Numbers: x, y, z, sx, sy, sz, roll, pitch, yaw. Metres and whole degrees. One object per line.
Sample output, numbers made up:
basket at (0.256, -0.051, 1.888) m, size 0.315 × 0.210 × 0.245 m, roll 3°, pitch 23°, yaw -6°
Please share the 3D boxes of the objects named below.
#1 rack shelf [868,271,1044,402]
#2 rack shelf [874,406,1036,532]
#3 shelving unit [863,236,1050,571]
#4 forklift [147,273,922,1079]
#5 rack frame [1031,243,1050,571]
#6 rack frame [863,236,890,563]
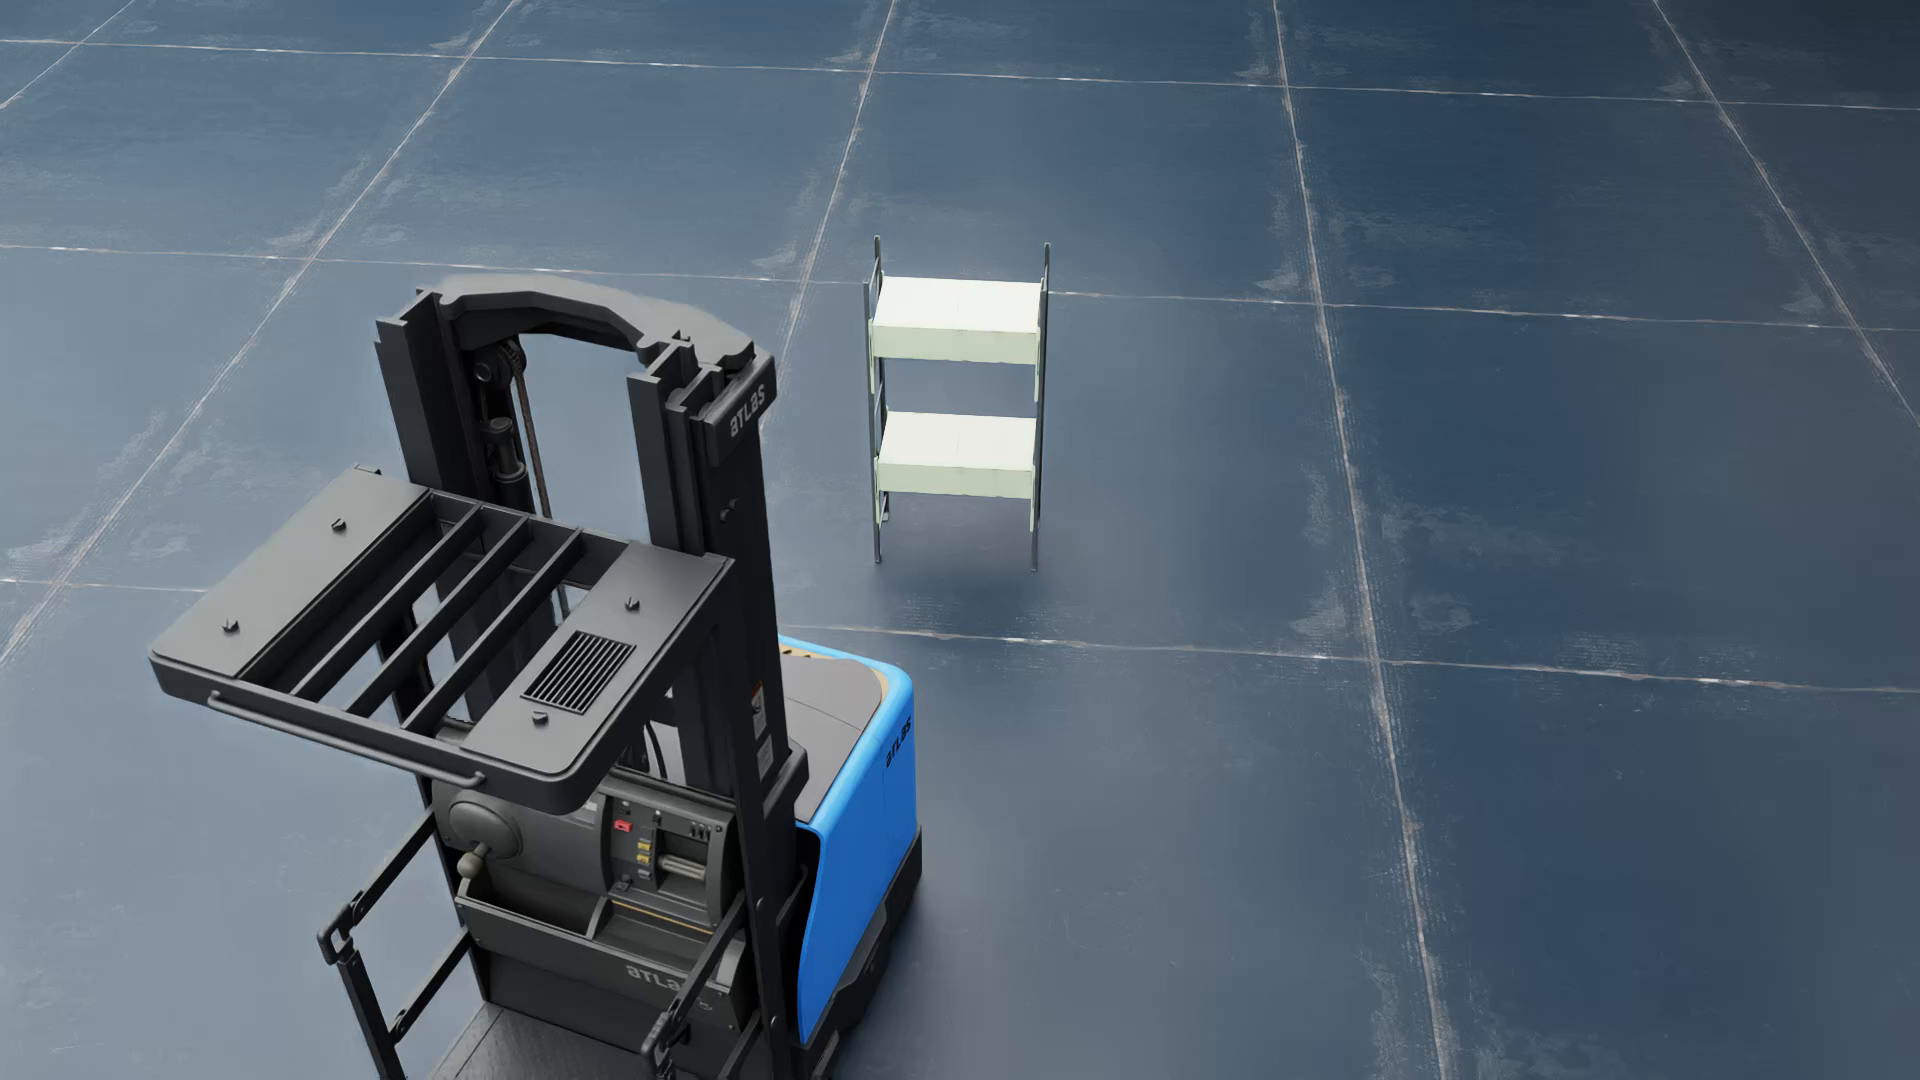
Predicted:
rack shelf at (-0.007, -0.885, 7.201) m, size 0.720 × 0.370 × 0.431 m, roll 3°, pitch 39°, yaw 4°
rack shelf at (-0.007, -0.329, 7.653) m, size 0.720 × 0.370 × 0.431 m, roll 3°, pitch 39°, yaw 4°
shelving unit at (-0.007, -0.582, 7.447) m, size 0.755 × 1.500 × 0.431 m, roll 3°, pitch 39°, yaw 4°
forklift at (-1.144, 0.899, 4.494) m, size 1.130 × 2.935 × 3.031 m, roll 14°, pitch 41°, yaw 16°
rack frame at (0.358, -0.562, 7.423) m, size 0.023 × 1.500 × 0.400 m, roll 3°, pitch 39°, yaw 4°
rack frame at (-0.371, -0.602, 7.472) m, size 0.023 × 1.500 × 0.400 m, roll 3°, pitch 39°, yaw 4°
